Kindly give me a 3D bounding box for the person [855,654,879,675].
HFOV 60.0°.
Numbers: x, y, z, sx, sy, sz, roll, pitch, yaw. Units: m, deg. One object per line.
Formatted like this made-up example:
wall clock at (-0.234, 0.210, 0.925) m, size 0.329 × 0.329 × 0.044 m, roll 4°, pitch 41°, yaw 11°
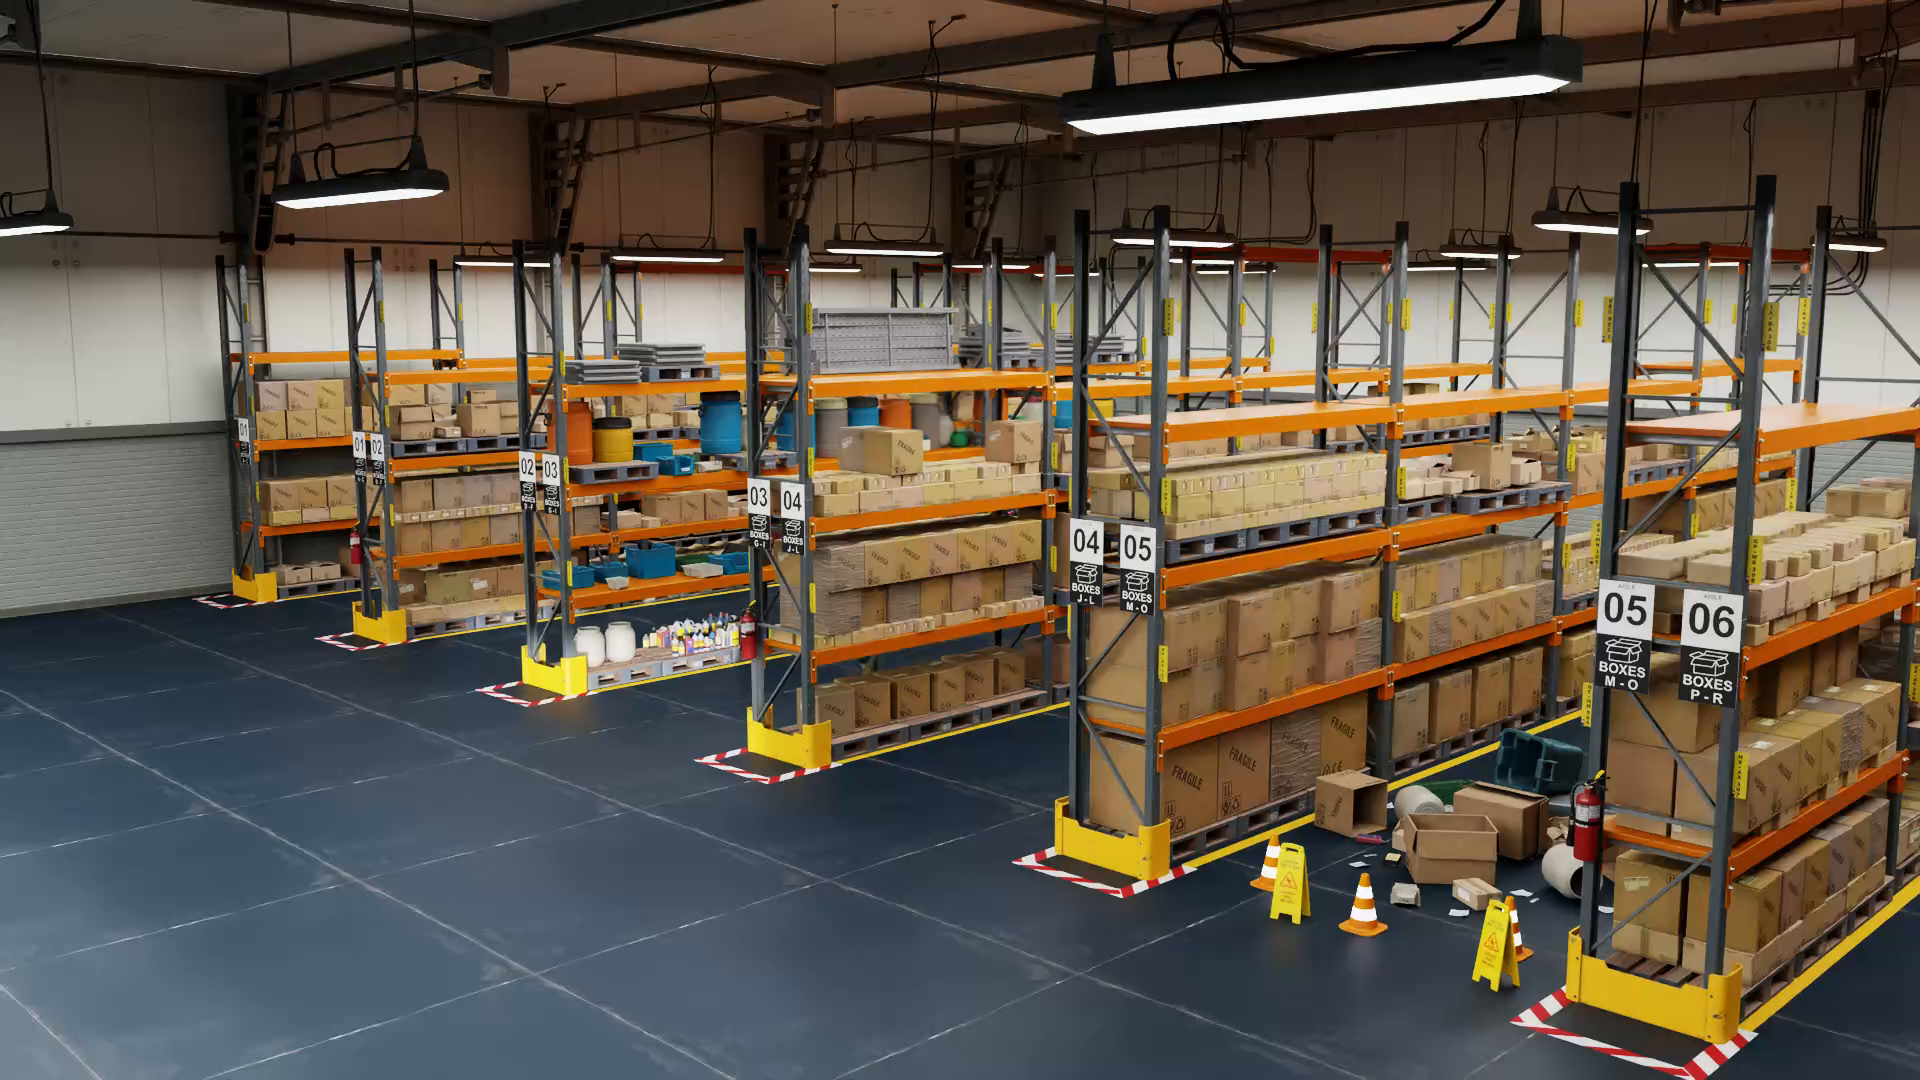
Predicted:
person at (-1.346, 1.166, 22.411) m, size 0.740 × 1.586 × 0.898 m, roll 2°, pitch 8°, yaw 17°
